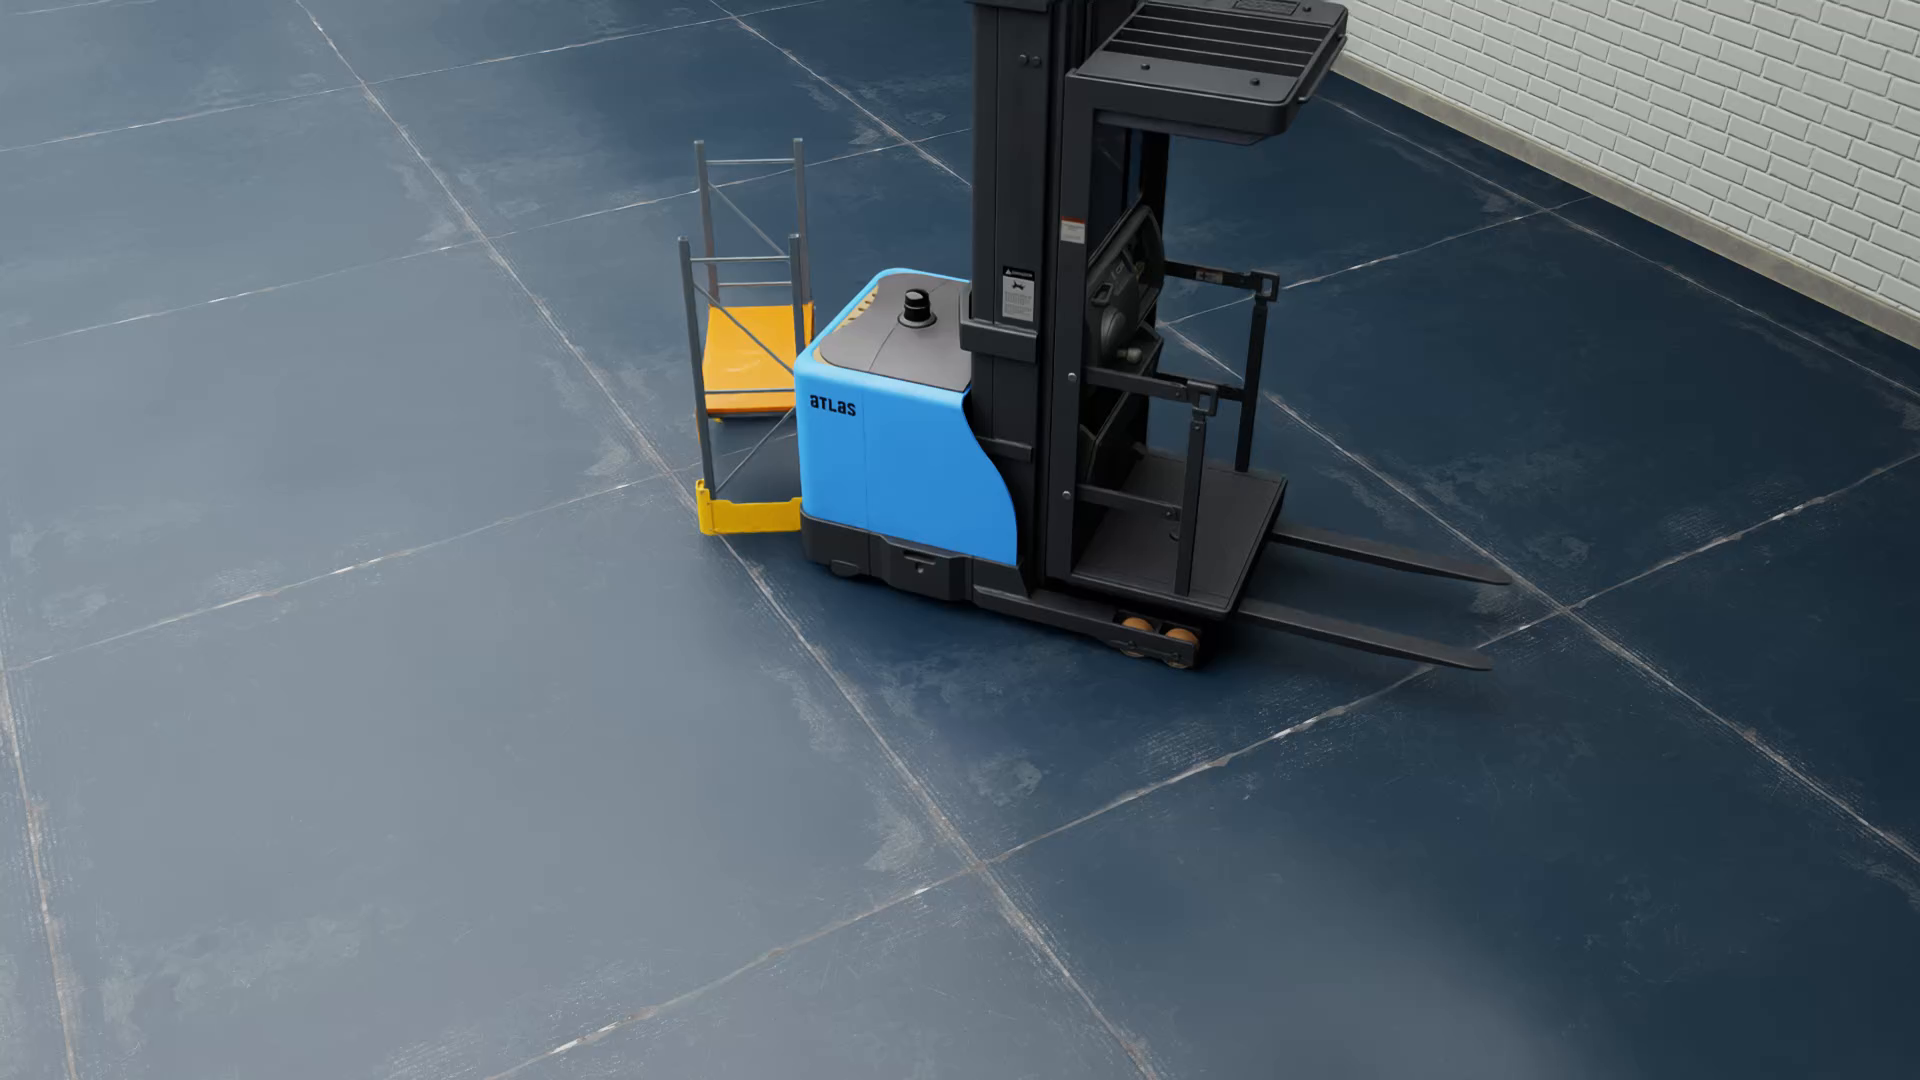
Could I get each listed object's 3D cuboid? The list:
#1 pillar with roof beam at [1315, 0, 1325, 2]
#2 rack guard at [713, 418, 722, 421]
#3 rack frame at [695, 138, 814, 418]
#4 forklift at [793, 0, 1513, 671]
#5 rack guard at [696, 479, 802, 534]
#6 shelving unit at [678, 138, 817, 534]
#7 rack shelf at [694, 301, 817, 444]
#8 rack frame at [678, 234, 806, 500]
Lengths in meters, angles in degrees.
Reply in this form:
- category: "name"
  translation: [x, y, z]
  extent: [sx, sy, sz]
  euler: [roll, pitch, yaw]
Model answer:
- category: "pillar with roof beam"
  translation: [-1.201, -6.095, 8.466]
  extent: [9.100, 9.000, 0.400]
  euler: [-19, 40, -24]
- category: "rack guard"
  translation: [-0.985, -0.751, 8.566]
  extent: [0.587, 0.250, 0.087]
  euler: [-2, 36, -3]
- category: "rack frame"
  translation: [-0.985, -1.256, 8.199]
  extent: [0.500, 1.500, 0.032]
  euler: [-2, 36, -3]
- category: "forklift"
  translation: [0.851, -1.000, 6.635]
  extent: [3.031, 2.935, 1.130]
  euler: [13, 38, 18]
- category: "rack guard"
  translation: [-0.925, -0.165, 7.763]
  extent: [0.587, 0.250, 0.087]
  euler: [-2, 36, -3]
- category: "shelving unit"
  translation: [-0.955, -0.962, 7.796]
  extent: [0.587, 1.500, 1.083]
  euler: [-2, 36, -3]
- category: "rack shelf"
  translation: [-0.955, -0.812, 7.895]
  extent: [0.538, 0.185, 1.000]
  euler: [-2, 36, -3]
- category: "rack frame"
  translation: [-0.924, -0.658, 7.379]
  extent: [0.500, 1.500, 0.032]
  euler: [-2, 36, -3]
